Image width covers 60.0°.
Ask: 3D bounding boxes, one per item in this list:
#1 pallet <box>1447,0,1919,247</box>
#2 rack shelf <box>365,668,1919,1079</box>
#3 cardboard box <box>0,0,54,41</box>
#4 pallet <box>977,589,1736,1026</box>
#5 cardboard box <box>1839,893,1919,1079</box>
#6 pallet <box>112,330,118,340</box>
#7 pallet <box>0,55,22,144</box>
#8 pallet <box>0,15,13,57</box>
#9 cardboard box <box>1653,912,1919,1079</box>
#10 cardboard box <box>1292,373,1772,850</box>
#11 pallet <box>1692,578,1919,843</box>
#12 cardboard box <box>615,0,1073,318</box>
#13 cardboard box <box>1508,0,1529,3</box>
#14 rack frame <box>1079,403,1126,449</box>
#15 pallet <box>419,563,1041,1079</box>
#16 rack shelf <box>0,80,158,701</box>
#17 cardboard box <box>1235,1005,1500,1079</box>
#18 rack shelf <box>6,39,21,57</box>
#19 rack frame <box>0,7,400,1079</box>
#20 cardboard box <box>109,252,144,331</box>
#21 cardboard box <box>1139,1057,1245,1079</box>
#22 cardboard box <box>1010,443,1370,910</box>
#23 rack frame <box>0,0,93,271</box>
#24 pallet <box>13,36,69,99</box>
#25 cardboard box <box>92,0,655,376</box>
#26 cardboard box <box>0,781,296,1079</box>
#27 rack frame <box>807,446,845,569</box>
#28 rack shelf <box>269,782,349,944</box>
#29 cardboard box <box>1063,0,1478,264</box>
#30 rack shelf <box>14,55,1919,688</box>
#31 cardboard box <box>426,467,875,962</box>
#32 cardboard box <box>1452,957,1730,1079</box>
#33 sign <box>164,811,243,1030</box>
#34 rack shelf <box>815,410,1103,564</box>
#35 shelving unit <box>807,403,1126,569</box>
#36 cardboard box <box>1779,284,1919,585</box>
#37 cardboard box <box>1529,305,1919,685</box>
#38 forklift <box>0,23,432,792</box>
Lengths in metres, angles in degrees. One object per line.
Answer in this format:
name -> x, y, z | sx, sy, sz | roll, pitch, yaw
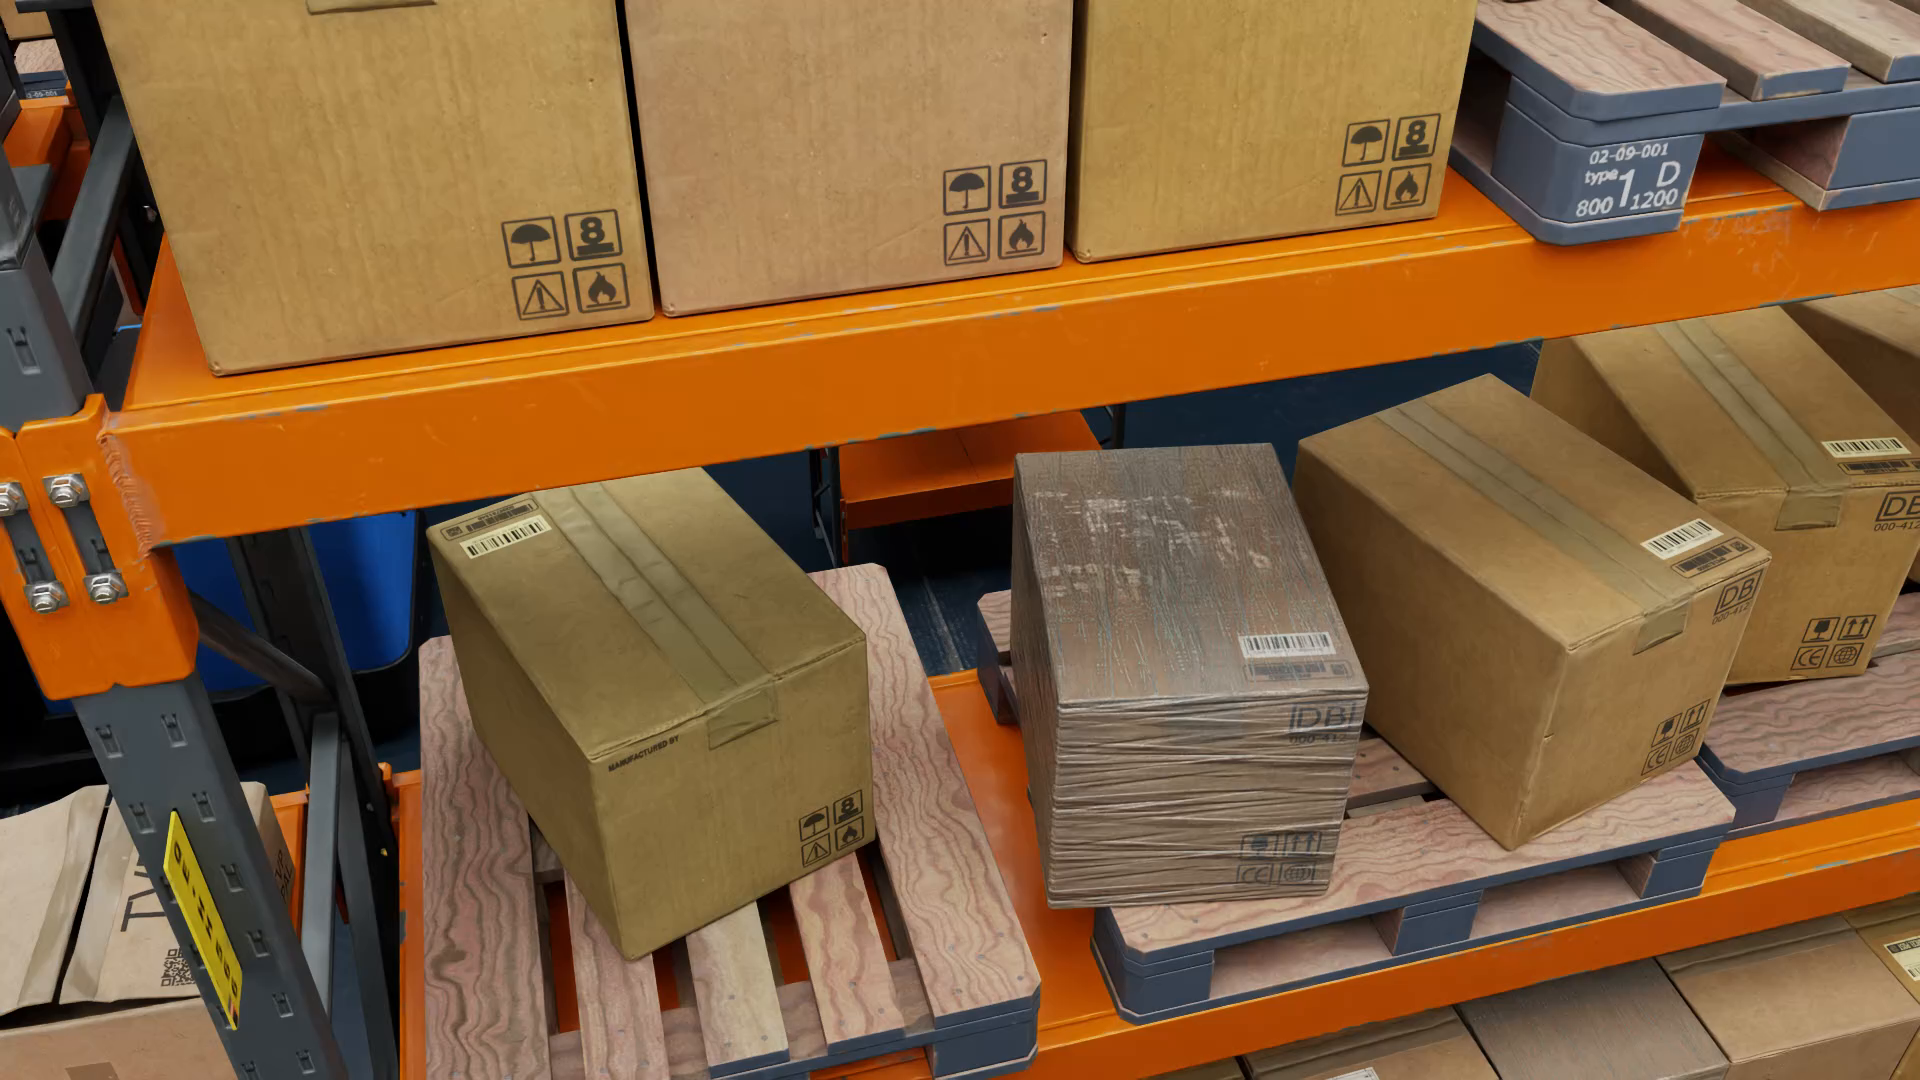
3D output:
pallet -> 1.080, -0.886, 2.625 | 1.003, 0.211, 1.213 | -9, 38, -12
rack shelf -> 0.797, 0.605, 3.582 | 4.000, 0.370, 1.077 | -9, 38, -12
cardboard box -> -3.413, -2.299, 6.342 | 0.500, 0.500, 0.700 | -13, 39, -16
pallet -> 0.742, 0.402, 3.414 | 1.213, 0.211, 1.003 | -9, 38, -12
cardboard box -> 2.326, 1.067, 4.082 | 0.500, 0.500, 0.500 | -10, 38, -12
pallet -> -3.184, -1.038, 7.434 | 1.213, 0.211, 1.003 | -9, 38, -12
pallet -> -1.766, -0.320, 1.886 | 1.003, 0.211, 1.213 | -8, 38, -10
pallet -> -4.329, -1.855, 6.364 | 1.213, 0.211, 1.003 | -9, 38, -12
cardboard box -> 1.847, 1.140, 3.986 | 0.500, 0.500, 0.500 | -9, 38, -12
cardboard box -> 1.038, 0.112, 3.207 | 0.500, 0.500, 0.700 | -19, 41, -23
pallet -> 1.928, 0.141, 3.754 | 1.213, 0.211, 1.003 | -9, 38, -12
cardboard box -> -0.229, -0.765, 2.230 | 0.500, 0.500, 0.910 | -9, 38, -12
cardboard box -> 0.935, -1.186, 2.352 | 0.600, 0.600, 0.600 | -11, 39, -14
rack frame -> 0.497, -0.528, 6.015 | 0.032, 1.125, 0.500 | -9, 38, -12
pallet -> -0.498, 0.564, 3.202 | 1.003, 0.211, 1.213 | -9, 38, -12
rack shelf -> -3.065, 0.047, 1.843 | 4.000, 0.370, 1.077 | -9, 38, -12
cardboard box -> 0.872, 1.301, 3.775 | 0.500, 0.500, 0.500 | -11, 39, -13
rack shelf -> -4.360, -1.666, 6.552 | 4.000, 0.370, 1.077 | -9, 38, -12
rack frame -> -1.134, 0.636, 2.949 | 0.127, 3.000, 1.000 | -9, 38, -12
cardboard box -> -3.638, -1.293, 7.166 | 0.500, 0.500, 0.700 | -9, 38, -12
cardboard box -> 0.370, 1.387, 3.663 | 0.500, 0.500, 0.500 | -10, 38, -13
cardboard box -> 0.378, 0.231, 3.051 | 0.500, 0.500, 0.700 | -3, 37, -3
rack frame -> -1.134, -1.747, 1.127 | 0.127, 3.000, 1.000 | -9, 38, -12
pallet -> -3.089, -2.017, 6.576 | 1.003, 0.211, 1.213 | -9, 38, -12
cardboard box -> -0.721, -0.684, 2.124 | 0.500, 0.500, 0.910 | -9, 38, -12
cardboard box -> -1.496, 0.704, 2.935 | 0.500, 0.311, 0.500 | -7, 38, -9
rack frame -> -0.484, -0.367, 5.804 | 0.032, 1.125, 0.500 | -9, 38, -12
rack shelf -> -3.065, 1.239, 2.754 | 4.000, 0.370, 1.077 | -9, 38, -12
cardboard box -> 0.273, -0.847, 2.337 | 0.500, 0.500, 0.910 | -9, 38, -12
rack shelf -> 0.797, -0.586, 2.671 | 4.000, 0.370, 1.077 | -9, 38, -12
cardboard box -> -0.555, 0.264, 3.008 | 0.500, 0.500, 0.700 | -23, 43, -27
cardboard box -> 1.363, 1.220, 3.882 | 0.500, 0.500, 0.500 | -9, 38, -11
sign -> -0.986, 0.501, 2.173 | 0.005, 0.325, 0.100 | -9, 38, -12
rack shelf -> 0.007, -0.254, 6.058 | 1.000, 0.278, 0.538 | -9, 38, -12
shelving unit -> 0.007, -0.448, 5.910 | 1.048, 1.125, 0.538 | -9, 38, -12
cardboard box -> 2.212, -0.260, 3.693 | 0.500, 0.500, 0.700 | -23, 43, -27
cardboard box -> 1.565, -0.114, 3.502 | 0.500, 0.500, 0.700 | -4, 38, -5
forklift -> -3.317, -0.627, 4.658 | 3.031, 2.935, 1.130 | -8, 38, -10
